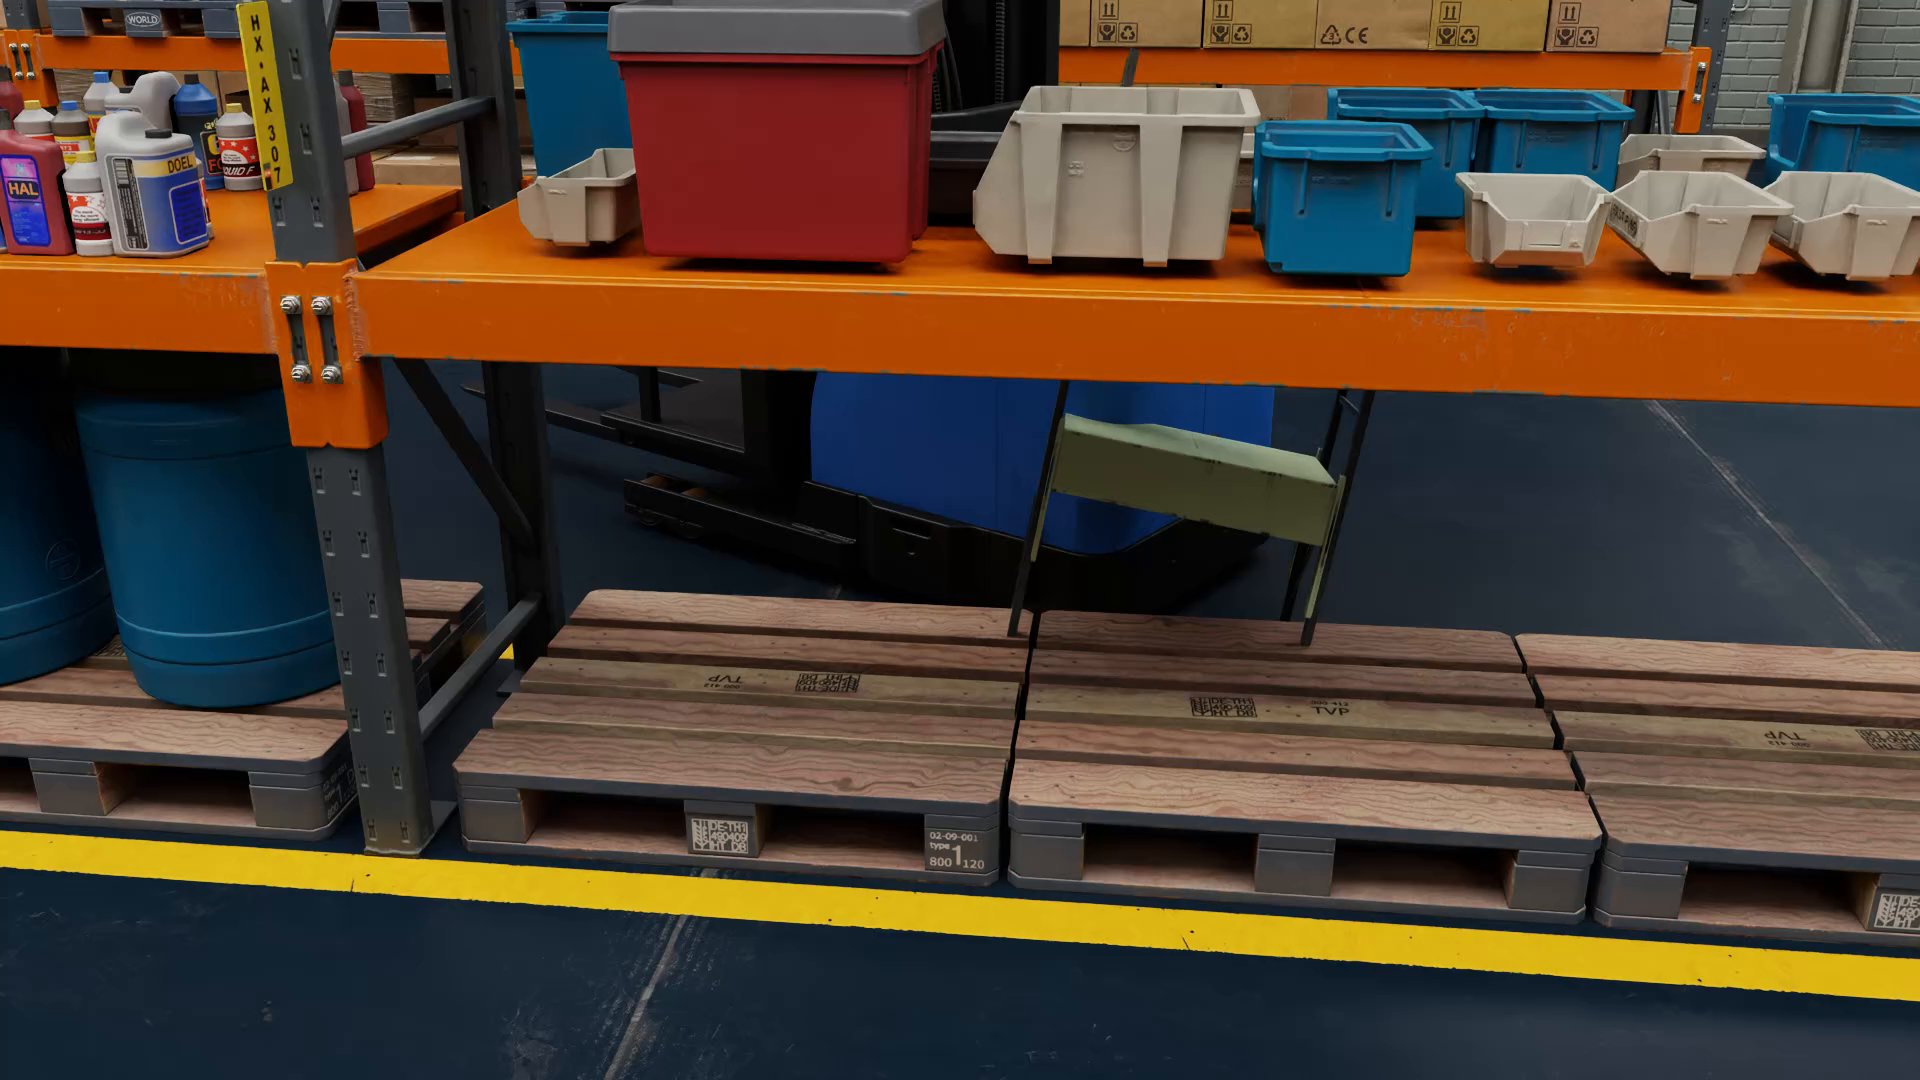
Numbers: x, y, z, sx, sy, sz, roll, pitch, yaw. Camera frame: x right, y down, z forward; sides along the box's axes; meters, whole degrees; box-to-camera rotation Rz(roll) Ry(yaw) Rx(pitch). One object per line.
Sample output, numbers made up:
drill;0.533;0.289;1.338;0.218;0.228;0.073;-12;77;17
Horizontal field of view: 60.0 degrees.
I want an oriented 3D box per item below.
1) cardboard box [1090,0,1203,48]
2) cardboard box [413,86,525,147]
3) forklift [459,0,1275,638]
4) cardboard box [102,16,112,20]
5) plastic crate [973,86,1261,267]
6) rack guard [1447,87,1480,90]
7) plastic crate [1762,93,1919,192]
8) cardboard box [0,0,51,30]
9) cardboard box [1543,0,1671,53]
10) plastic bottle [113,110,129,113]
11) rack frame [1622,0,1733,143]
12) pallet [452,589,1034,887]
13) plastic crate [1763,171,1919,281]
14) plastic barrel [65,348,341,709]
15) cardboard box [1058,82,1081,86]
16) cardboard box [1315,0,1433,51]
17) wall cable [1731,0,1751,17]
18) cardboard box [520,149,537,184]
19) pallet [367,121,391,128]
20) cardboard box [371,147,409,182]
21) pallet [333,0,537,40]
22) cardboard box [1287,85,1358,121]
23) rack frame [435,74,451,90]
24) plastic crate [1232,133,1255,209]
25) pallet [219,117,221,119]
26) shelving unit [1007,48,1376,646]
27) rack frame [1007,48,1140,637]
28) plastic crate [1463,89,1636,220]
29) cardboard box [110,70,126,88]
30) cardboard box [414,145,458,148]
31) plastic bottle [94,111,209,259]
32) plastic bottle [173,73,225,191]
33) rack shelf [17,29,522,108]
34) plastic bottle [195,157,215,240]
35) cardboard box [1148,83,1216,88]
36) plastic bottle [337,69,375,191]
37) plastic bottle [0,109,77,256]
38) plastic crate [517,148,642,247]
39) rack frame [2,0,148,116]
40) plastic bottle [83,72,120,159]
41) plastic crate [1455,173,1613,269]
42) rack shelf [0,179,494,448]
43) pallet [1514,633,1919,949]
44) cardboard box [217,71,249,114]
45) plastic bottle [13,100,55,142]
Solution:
cardboard box;0.872;-2.567;7.716;0.500;0.500;0.500;2;22;6
cardboard box;-2.550;-2.251;8.834;0.500;0.250;0.500;2;22;5
forklift;-0.500;-1.503;5.256;3.031;2.935;1.130;16;26;34
cardboard box;-6.802;-4.187;13.733;0.500;0.250;0.500;2;22;5
plastic crate;0.301;-0.716;3.251;0.530;0.282;0.437;2;22;6
rack guard;3.968;-3.157;12.746;0.348;0.500;1.175;2;22;6
plastic crate;1.918;-0.813;3.563;0.300;0.233;0.416;2;22;6
cardboard box;-4.935;-2.848;8.686;0.500;0.311;0.500;4;22;10
cardboard box;2.888;-2.478;7.493;0.500;0.500;0.500;3;22;8
plastic bottle;-1.968;-0.913;3.939;0.097;0.201;0.097;0;22;0
rack frame;3.365;-2.512;7.714;0.127;3.000;1.000;2;22;6
pallet;-0.459;0.438;4.046;1.213;0.211;1.003;2;22;6
plastic crate;1.661;-0.596;3.144;0.243;0.136;0.396;2;22;6
plastic barrel;-1.732;-0.126;3.961;0.708;0.901;0.600;2;22;6
cardboard box;0.703;-3.457;12.933;0.500;0.500;0.700;3;22;7
cardboard box;1.878;-2.523;7.606;0.500;0.500;0.500;3;22;7
wall cable;5.327;-5.083;12.836;1.851;1.984;0.084;2;22;6
cardboard box;-2.119;-1.690;8.437;0.500;0.500;0.500;3;22;7
pallet;-4.776;-3.404;13.764;1.213;0.211;1.003;2;22;6
cardboard box;-3.143;-1.732;8.543;0.500;0.500;0.500;2;22;6
pallet;-2.648;-2.686;8.416;1.213;0.211;1.003;2;22;6
cardboard box;2.740;-3.369;12.710;0.500;0.500;0.700;2;22;6
rack frame;-4.000;-4.667;13.164;0.127;3.000;1.000;2;22;6
plastic crate;0.571;-0.816;3.702;0.466;0.136;0.293;2;22;6
pallet;-5.984;-3.458;13.900;1.213;0.211;1.003;2;22;6
shelving unit;0.641;-0.408;4.263;0.755;1.500;0.431;12;13;2
rack frame;0.283;-0.482;4.273;0.023;1.500;0.400;12;13;2
plastic crate;1.264;-0.842;3.635;0.300;0.233;0.416;2;22;6
cardboard box;-6.720;-3.852;13.906;0.500;0.500;0.700;2;22;5
cardboard box;-2.587;-1.903;8.974;0.500;0.500;0.500;2;22;4
plastic bottle;-1.623;-0.718;3.345;0.135;0.276;0.152;2;22;6
plastic bottle;-1.854;-0.997;4.056;0.097;0.271;0.097;0;22;0
rack shelf;-2.593;-2.437;8.503;4.000;0.370;1.077;2;22;6
plastic bottle;-1.627;-0.730;3.476;0.097;0.201;0.097;0;22;0
cardboard box;1.711;-3.411;12.816;0.500;0.500;0.700;3;22;8
plastic bottle;-1.508;-0.994;4.033;0.133;0.283;0.061;2;22;6
plastic bottle;-1.858;-0.715;3.327;0.133;0.283;0.061;2;22;6
plastic crate;-0.749;-0.710;3.432;0.243;0.136;0.396;2;22;6
rack frame;-4.579;-2.858;8.589;0.127;3.000;1.000;2;22;6
plastic bottle;-2.084;-1.007;4.082;0.097;0.271;0.097;0;22;0
plastic crate;1.085;-0.605;3.168;0.250;0.136;0.298;2;22;6
rack shelf;-3.180;-0.629;3.929;4.000;0.370;1.077;2;22;6
pallet;1.964;0.543;3.779;1.213;0.211;1.003;2;22;6
cardboard box;-5.716;-3.797;13.766;0.500;0.500;0.700;2;22;6
plastic bottle;-2.277;-0.983;4.116;0.097;0.201;0.097;0;22;0
